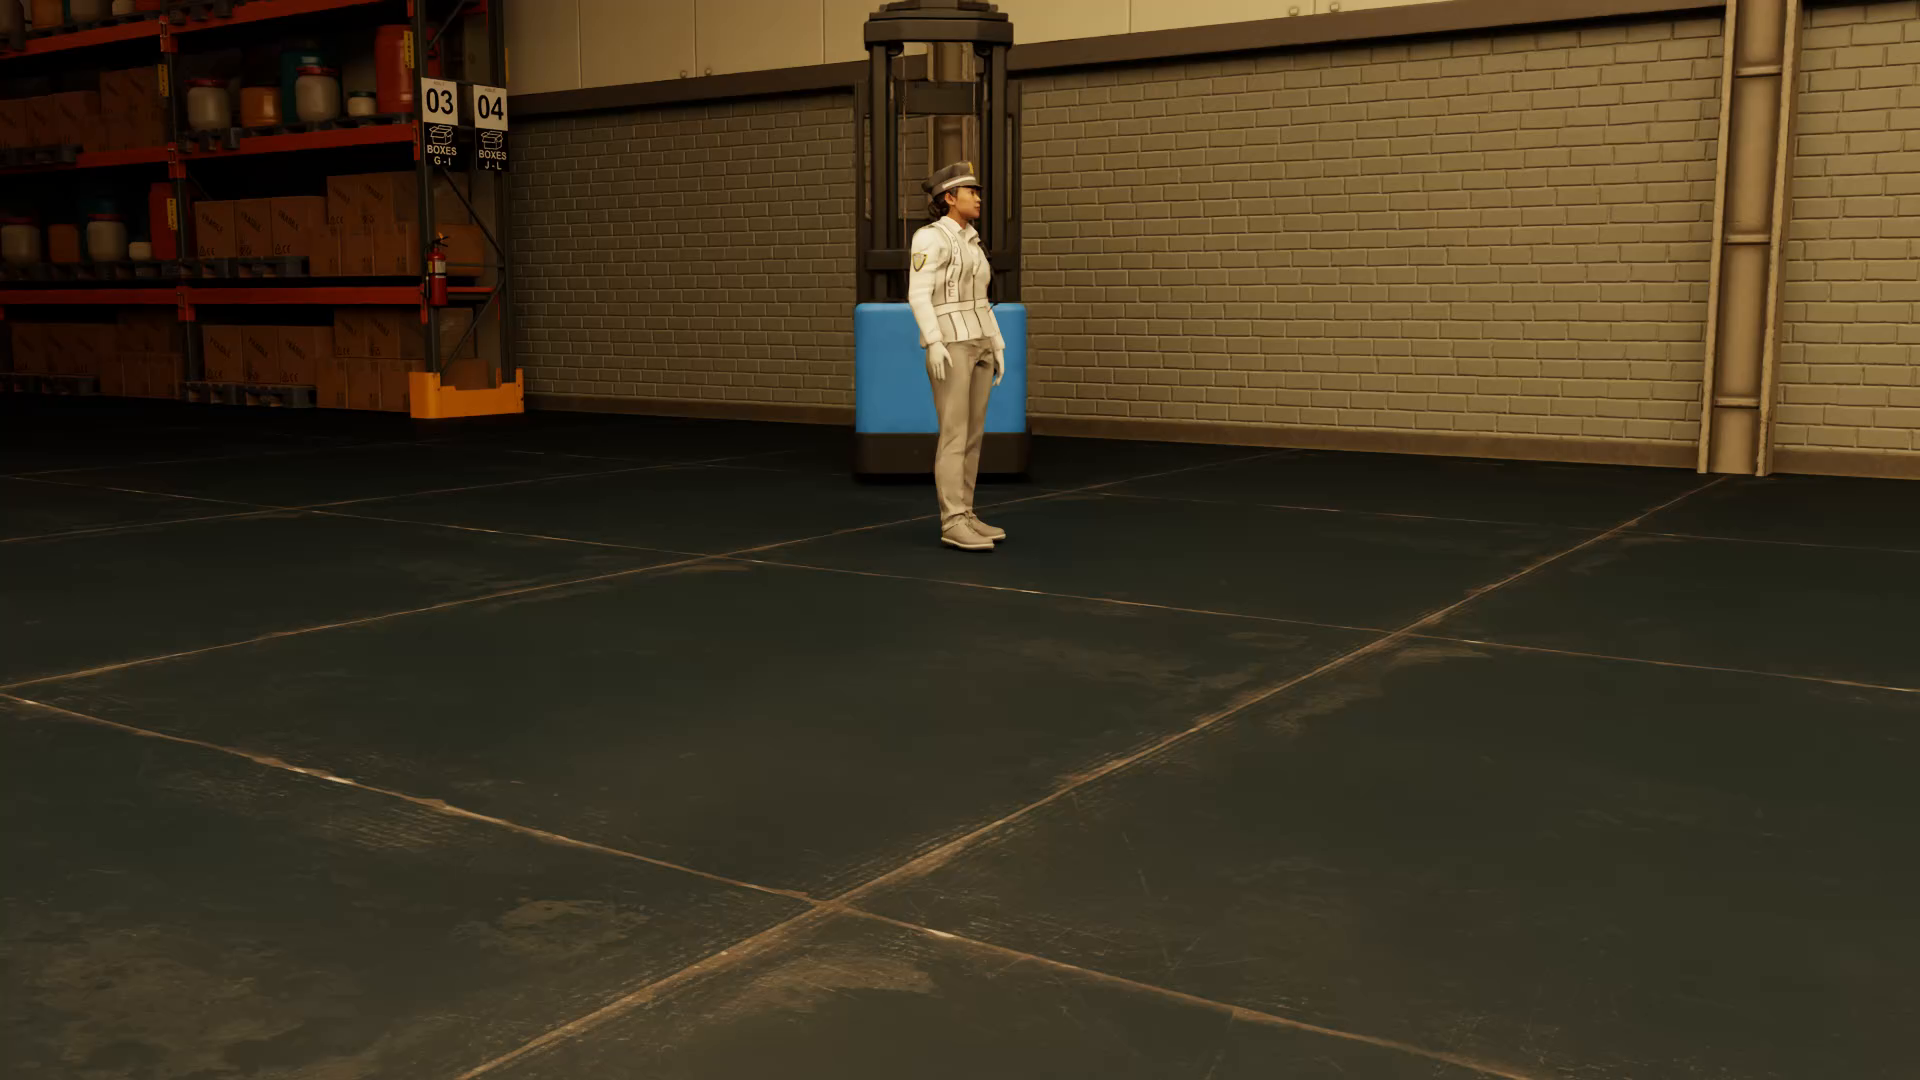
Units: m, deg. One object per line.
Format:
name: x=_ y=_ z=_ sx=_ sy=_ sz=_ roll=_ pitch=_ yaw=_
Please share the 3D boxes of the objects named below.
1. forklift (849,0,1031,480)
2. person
forklift: x=-0.147 y=-1.987 z=11.163 sx=1.130 sy=2.935 sz=3.031 roll=0 pitch=8 yaw=-1
person: x=0.053 y=-0.840 z=7.439 sx=0.530 sy=1.694 sz=0.586 roll=5 pitch=10 yaw=34
